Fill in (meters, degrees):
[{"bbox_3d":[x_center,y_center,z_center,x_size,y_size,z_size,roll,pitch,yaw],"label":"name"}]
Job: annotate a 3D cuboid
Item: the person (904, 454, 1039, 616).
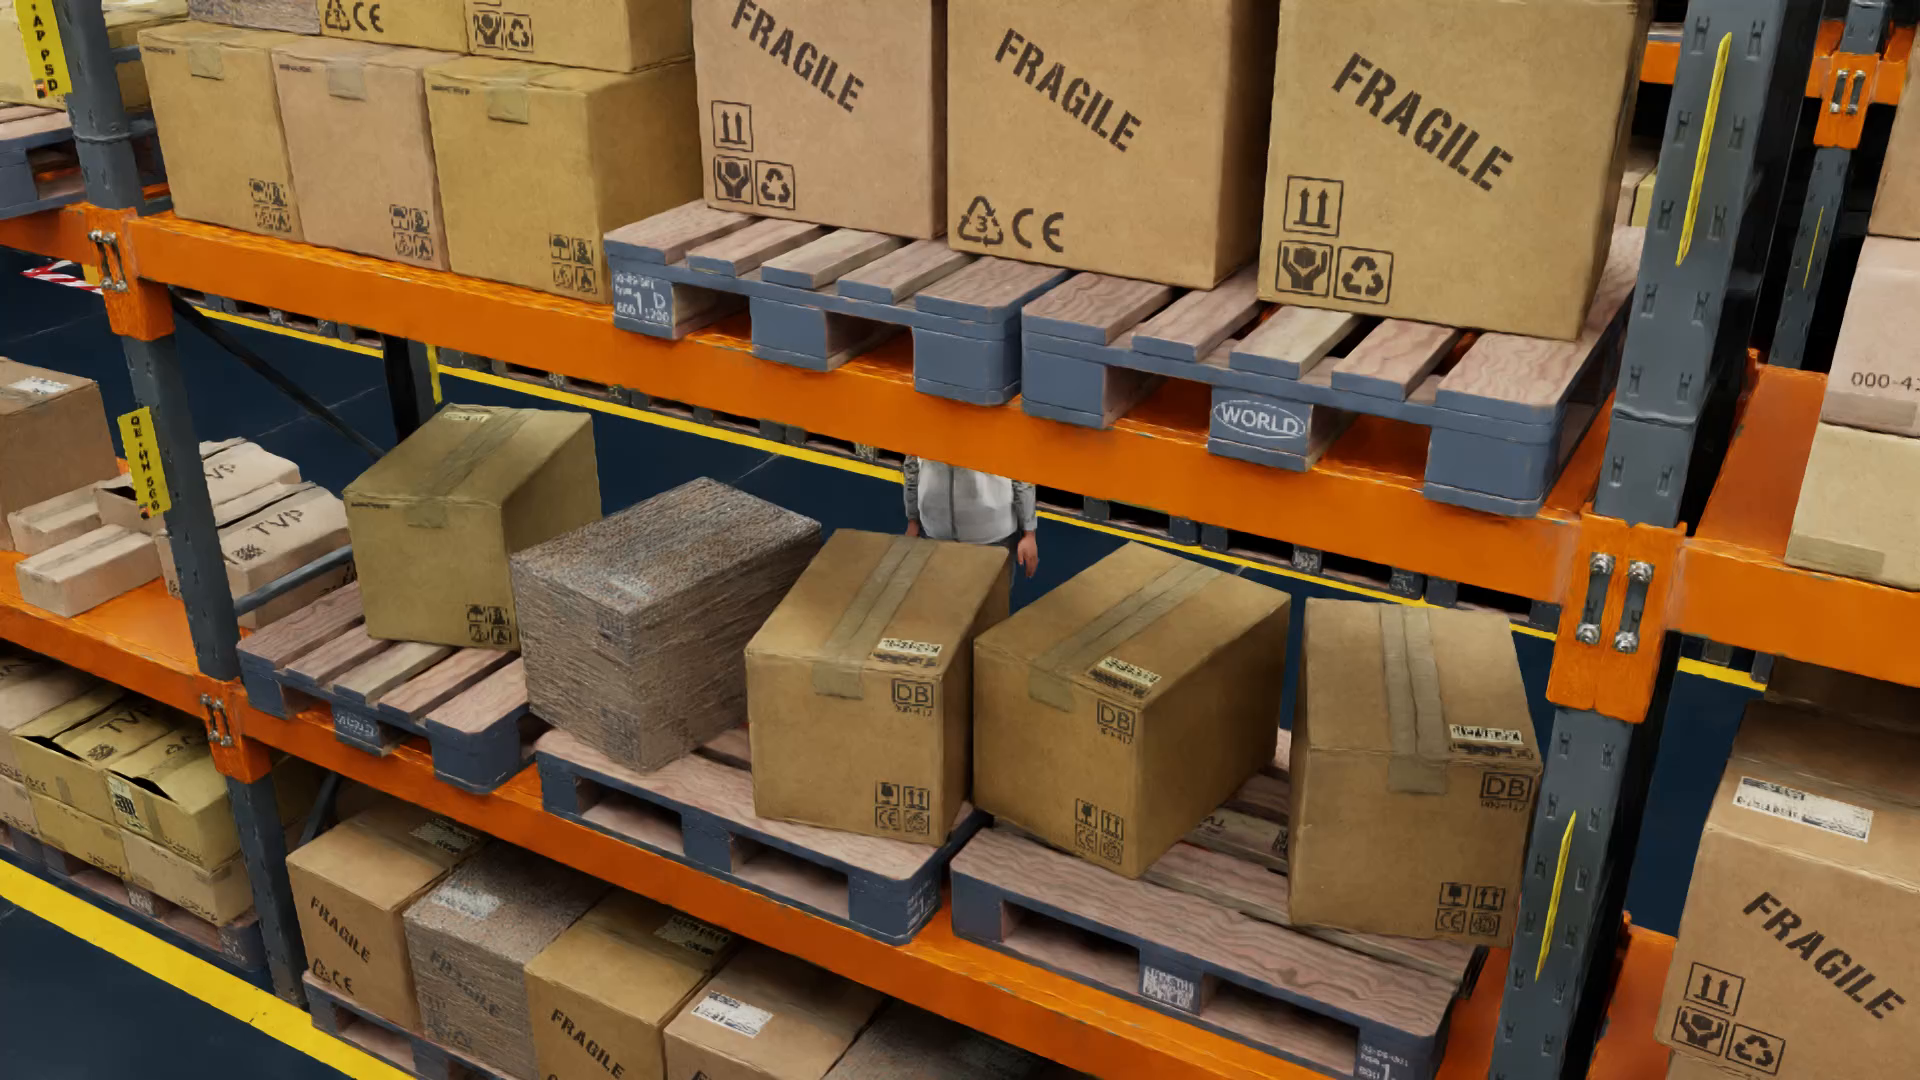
[{"bbox_3d":[0.040,-0.041,7.128,0.650,1.779,0.443,11,28,20],"label":"person"}]
